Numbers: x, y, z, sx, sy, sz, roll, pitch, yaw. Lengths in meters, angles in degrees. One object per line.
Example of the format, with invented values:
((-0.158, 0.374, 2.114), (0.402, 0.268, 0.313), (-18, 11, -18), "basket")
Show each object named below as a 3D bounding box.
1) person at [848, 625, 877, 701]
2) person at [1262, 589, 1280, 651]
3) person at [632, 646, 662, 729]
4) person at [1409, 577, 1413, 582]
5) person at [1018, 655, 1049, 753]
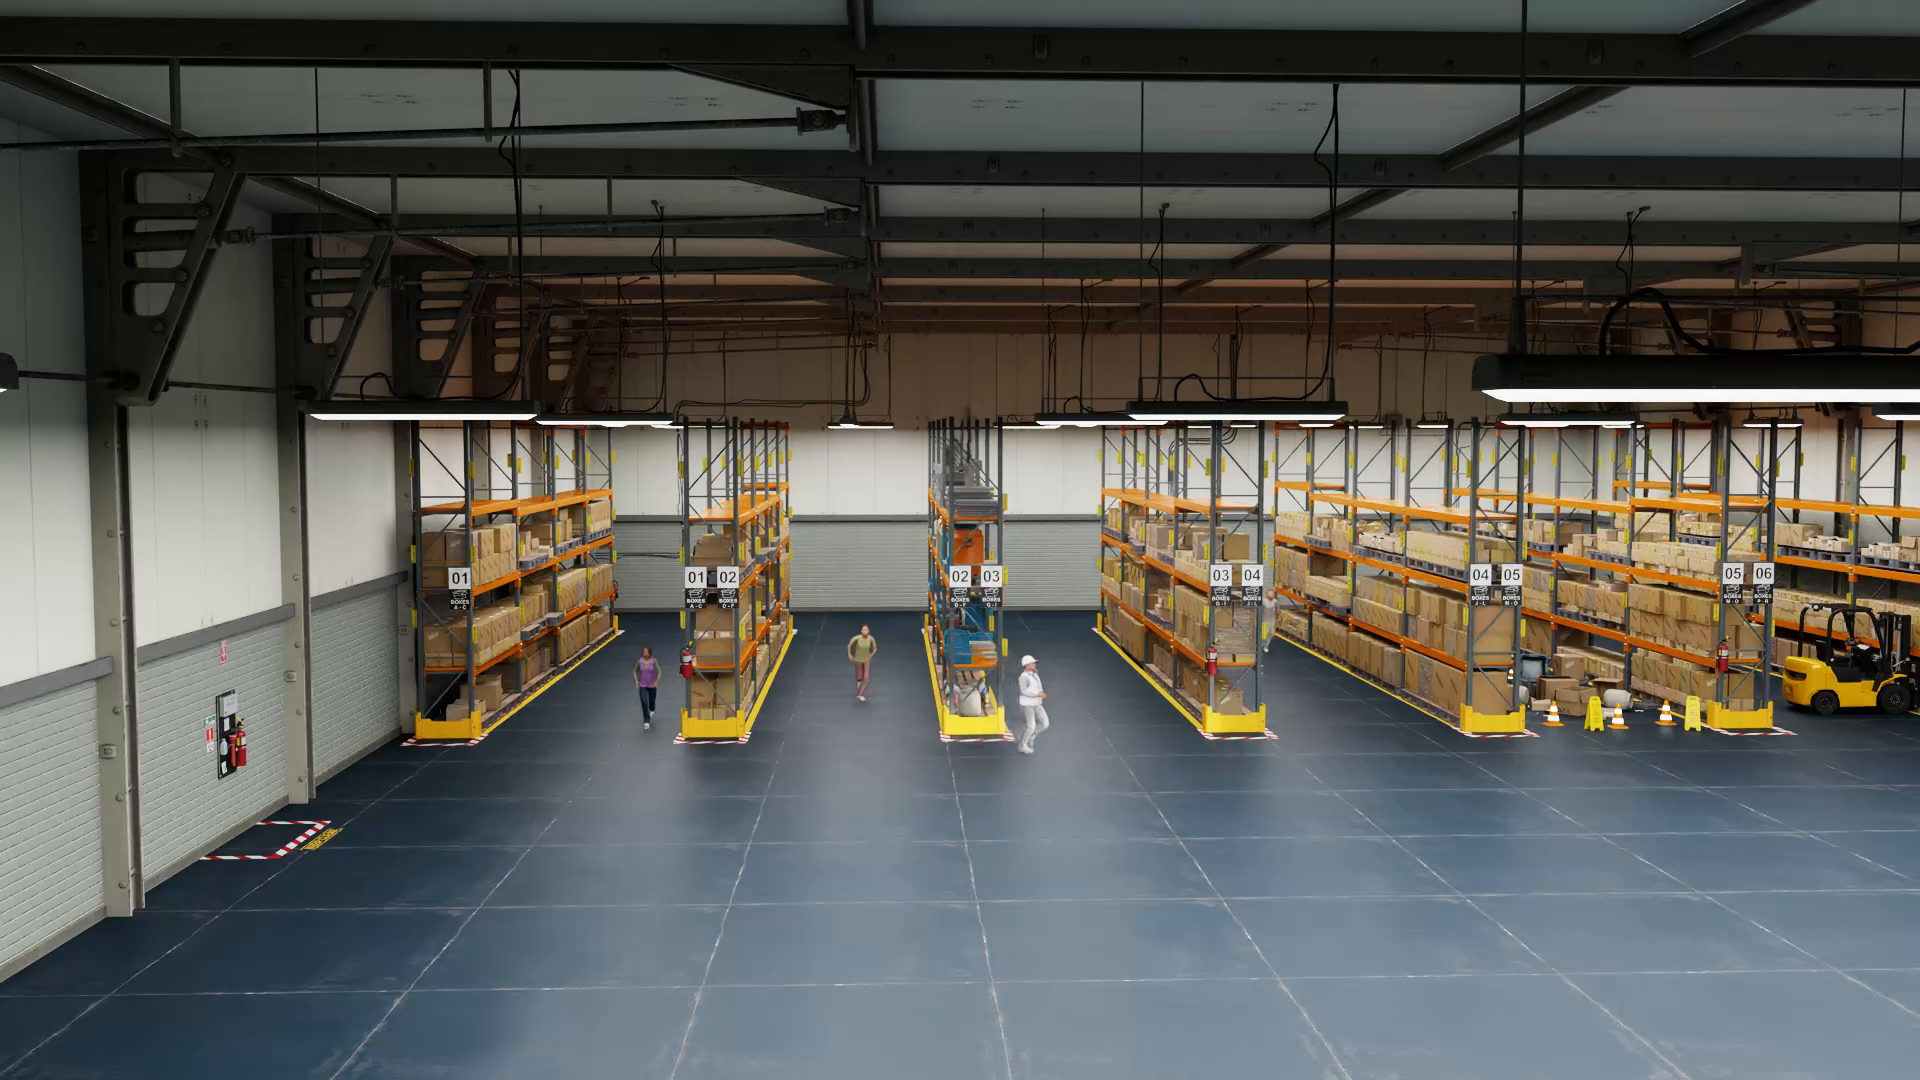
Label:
((-2.090, 2.611, 35.620), (0.615, 1.624, 0.656), (-1, 4, -12), "person")
((8.041, 2.087, 43.202), (0.567, 1.628, 0.575), (0, 4, -6), "person")
((-6.063, 2.837, 32.246), (0.566, 1.575, 0.718), (0, 4, -7), "person")
((13.177, 1.707, 49.025), (0.562, 1.659, 0.577), (-1, 4, -11), "person")
((1.305, 2.918, 29.567), (0.603, 1.732, 0.643), (2, 4, 33), "person")
